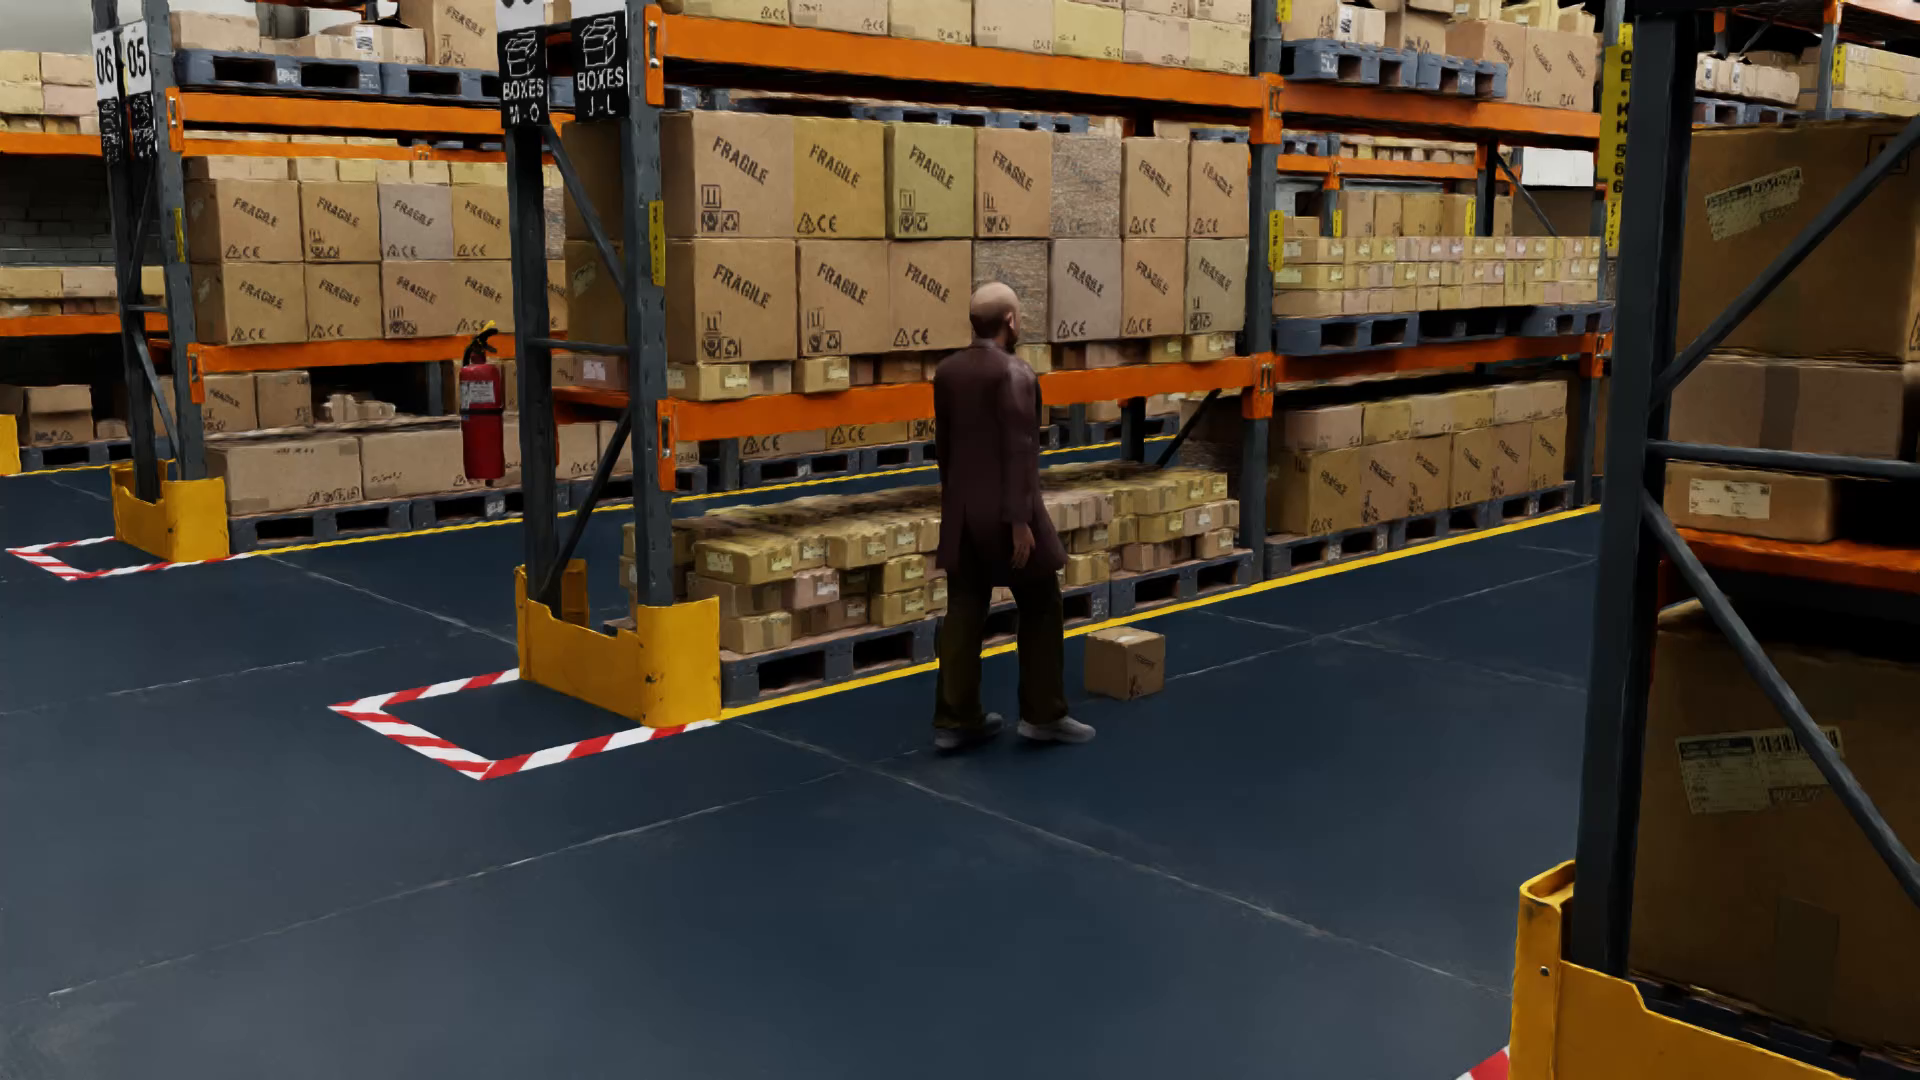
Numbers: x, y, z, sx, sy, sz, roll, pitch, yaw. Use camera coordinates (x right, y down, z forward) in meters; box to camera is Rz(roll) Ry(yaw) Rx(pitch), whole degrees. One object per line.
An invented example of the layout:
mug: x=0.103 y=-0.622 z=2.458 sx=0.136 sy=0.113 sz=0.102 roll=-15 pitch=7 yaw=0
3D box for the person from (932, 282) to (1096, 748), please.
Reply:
person: x=0.161 y=-0.084 z=6.431 sx=0.641 sy=1.806 sz=0.583 roll=-10 pitch=14 yaw=-44
